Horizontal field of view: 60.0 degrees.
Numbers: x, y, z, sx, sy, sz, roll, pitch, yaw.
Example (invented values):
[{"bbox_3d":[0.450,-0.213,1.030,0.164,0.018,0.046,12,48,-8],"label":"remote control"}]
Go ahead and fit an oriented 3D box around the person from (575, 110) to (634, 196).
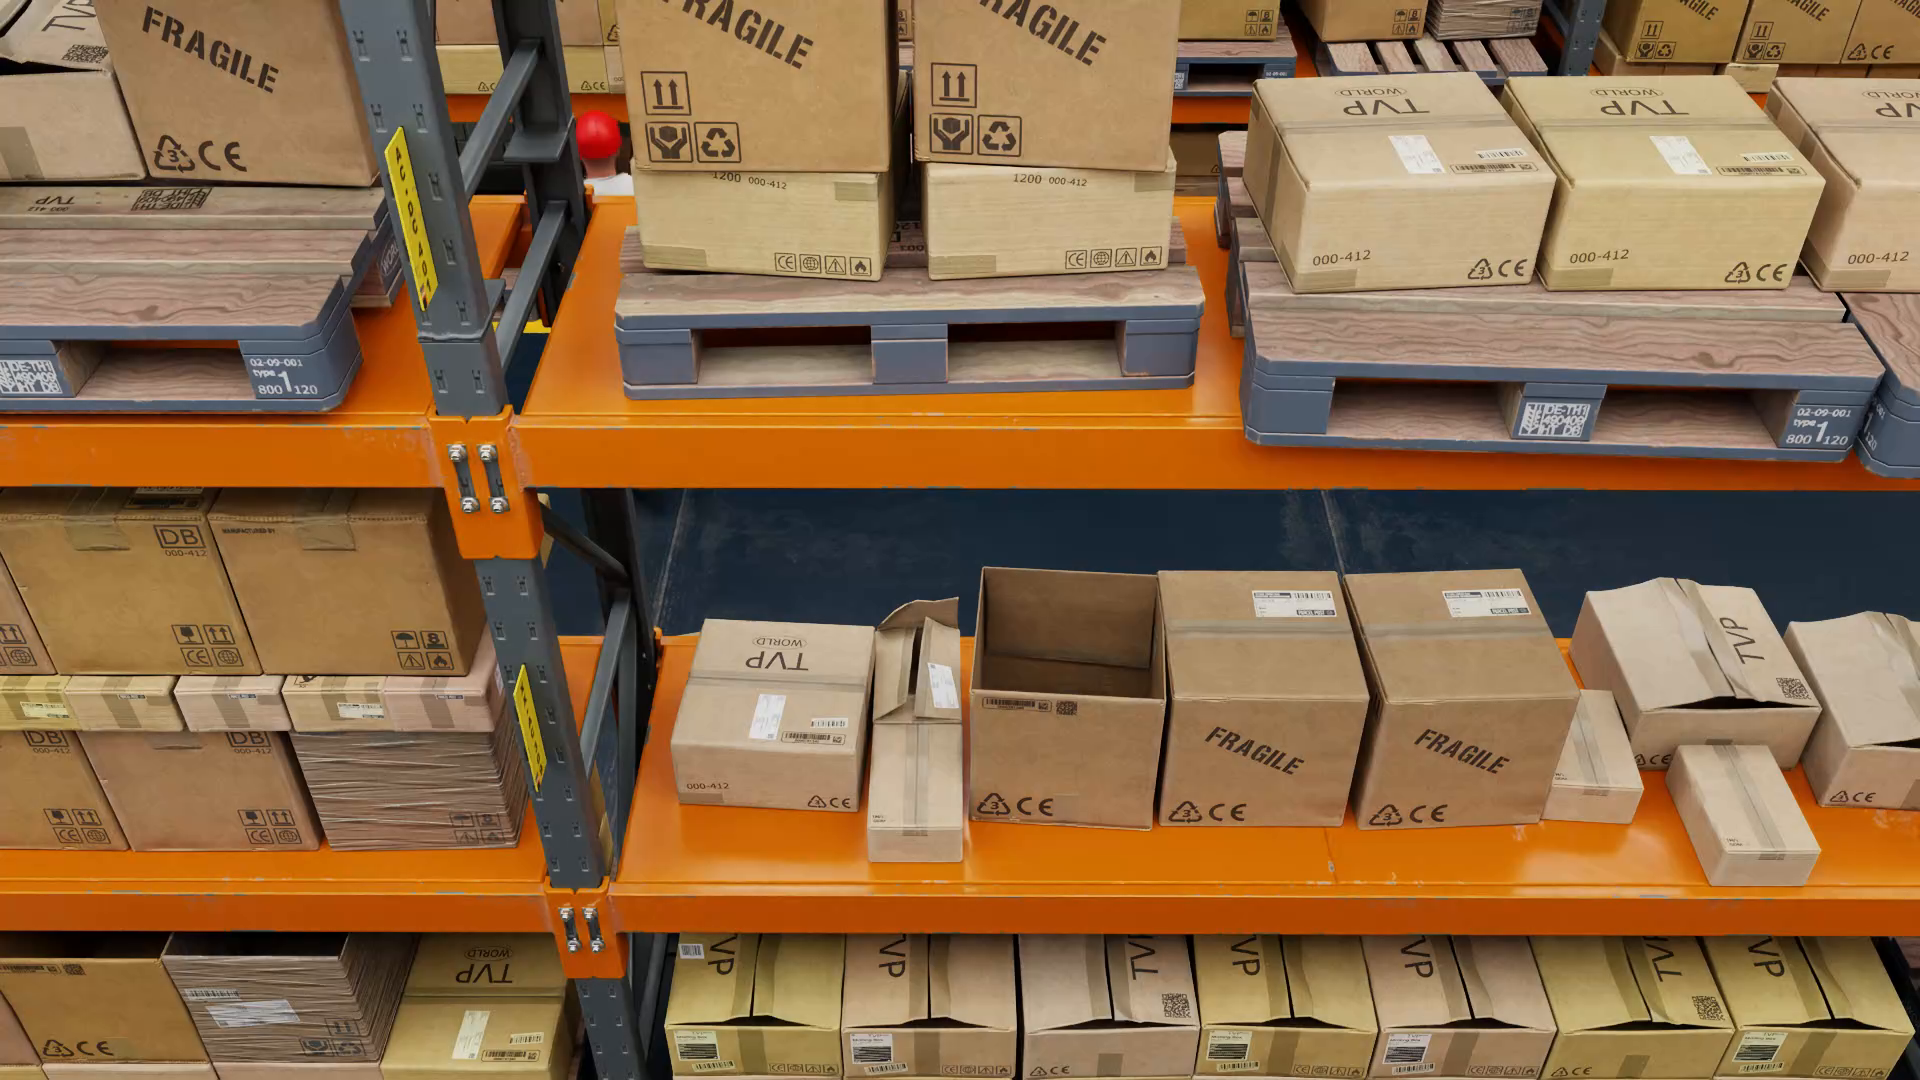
[{"bbox_3d":[-1.574,-1.123,7.514,0.553,1.756,0.990,-16,42,-19],"label":"person"}]
